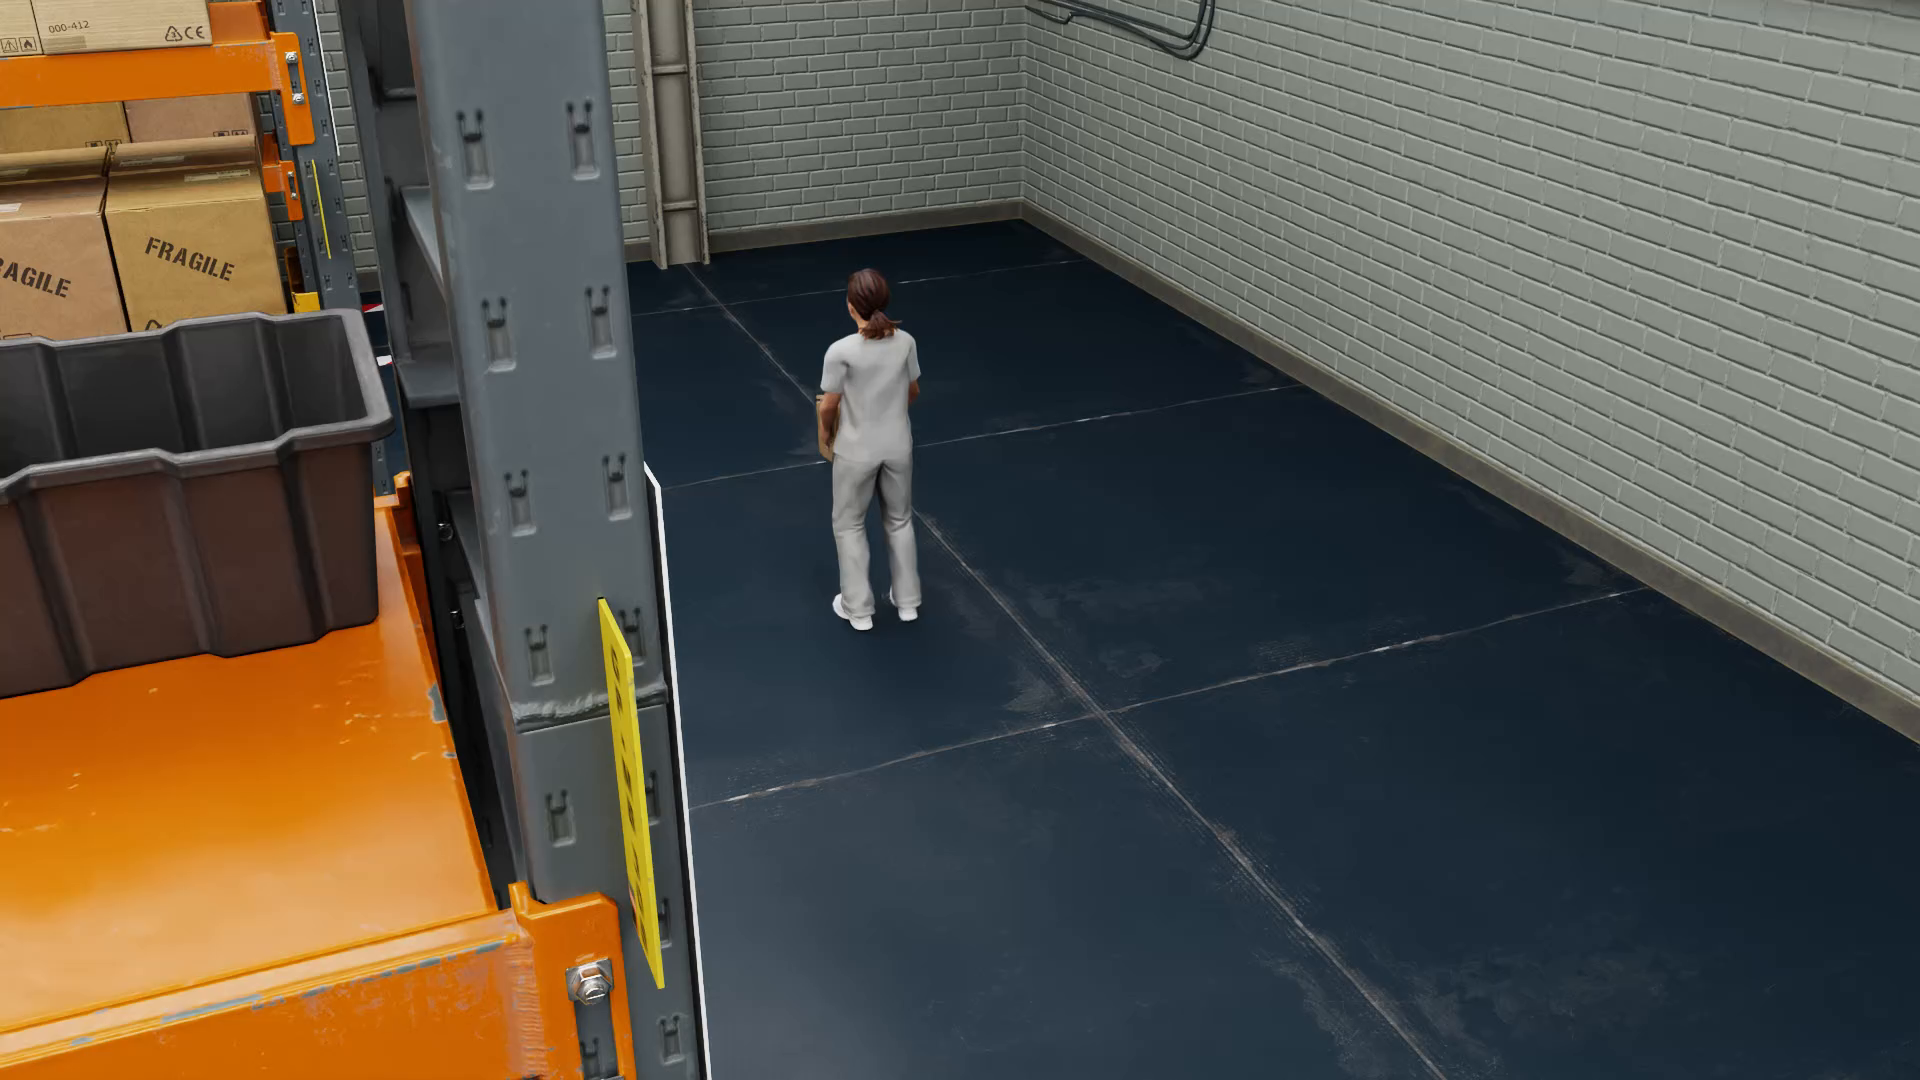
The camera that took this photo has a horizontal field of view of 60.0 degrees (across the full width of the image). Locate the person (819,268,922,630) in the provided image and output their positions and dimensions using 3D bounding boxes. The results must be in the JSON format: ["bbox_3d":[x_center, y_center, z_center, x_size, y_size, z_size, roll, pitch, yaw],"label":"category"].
[{"bbox_3d":[-0.408,-0.406,7.443,0.465,1.675,0.445,-11,28,-21],"label":"person"}]
